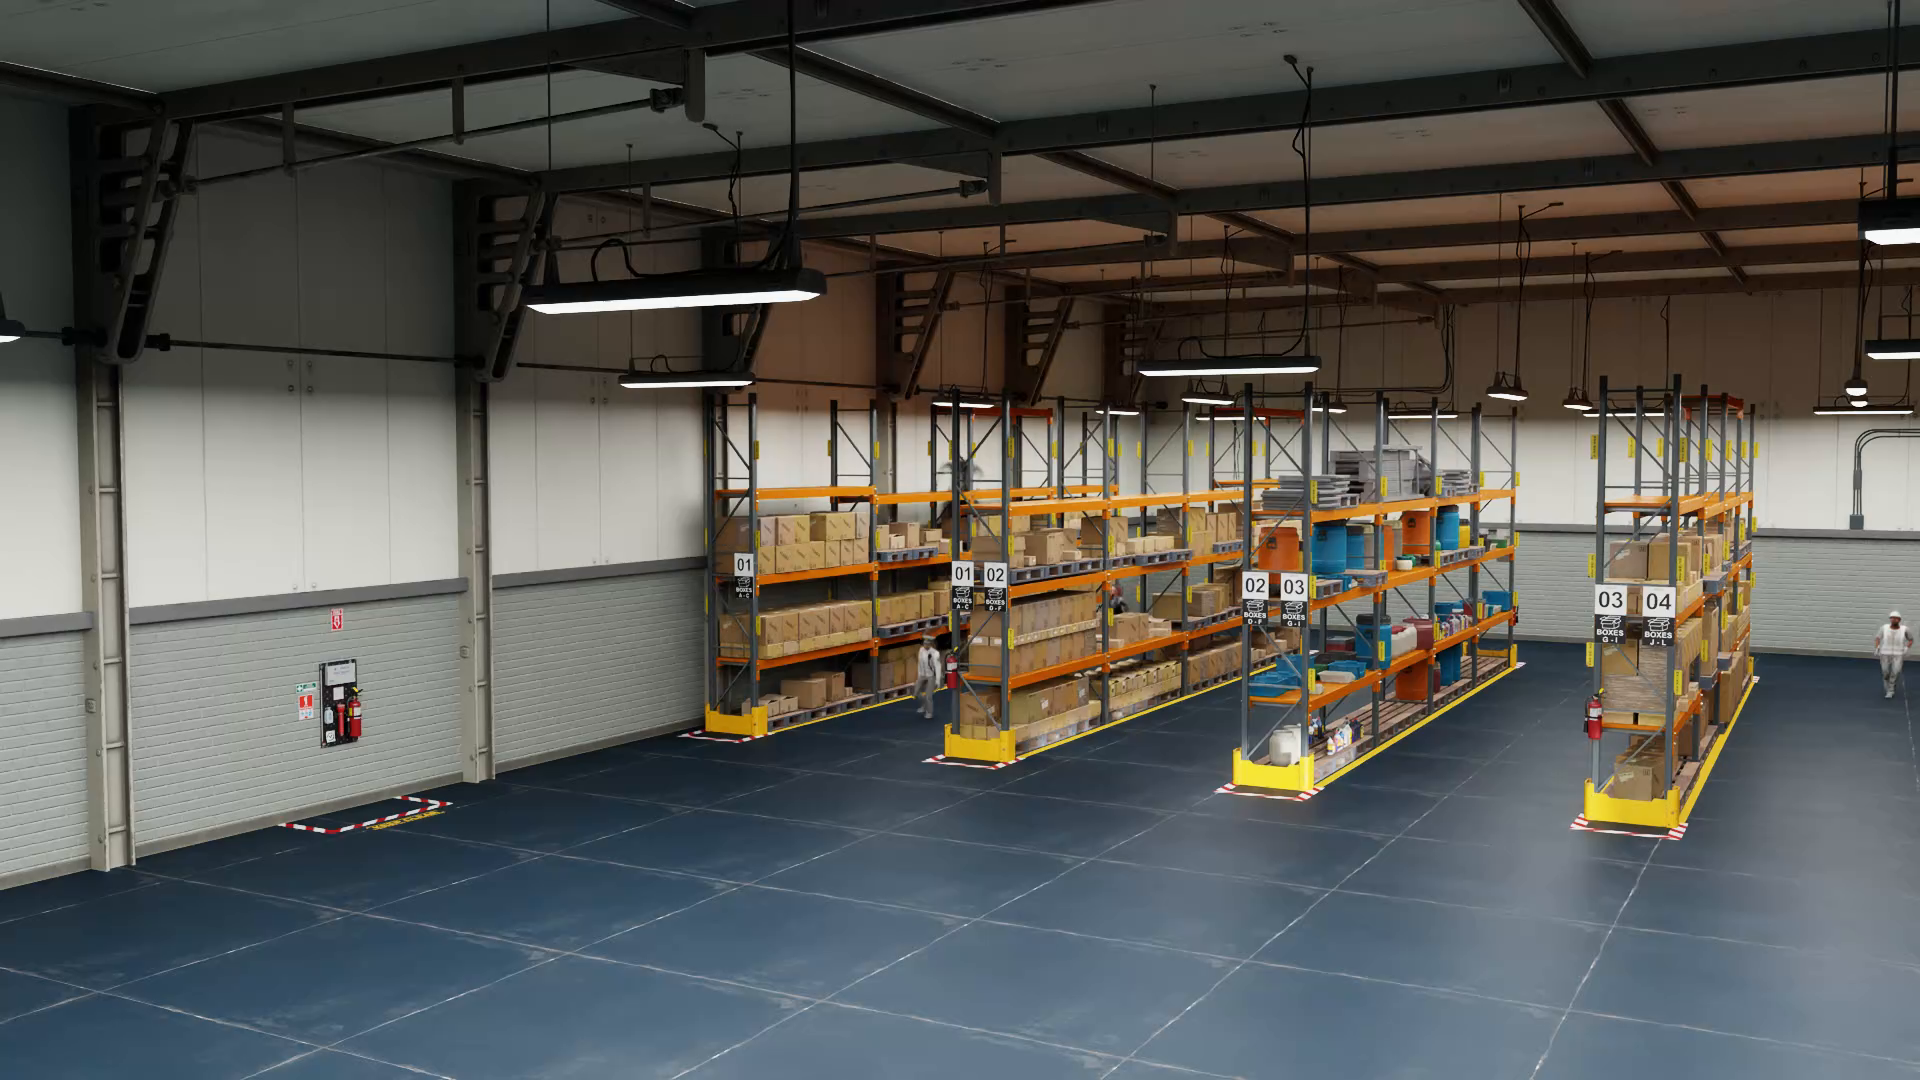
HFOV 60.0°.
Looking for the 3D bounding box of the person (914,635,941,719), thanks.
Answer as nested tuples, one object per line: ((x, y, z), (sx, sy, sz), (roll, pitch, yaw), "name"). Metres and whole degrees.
((-0.585, 2.532, 30.844), (0.710, 1.588, 0.616), (2, 4, 34), "person")

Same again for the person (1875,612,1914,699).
((18.920, 2.321, 33.681), (0.686, 1.747, 0.709), (2, 4, 32), "person")

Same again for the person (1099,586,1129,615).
((3.665, 1.994, 39.873), (0.627, 1.774, 0.829), (2, 3, 26), "person")
